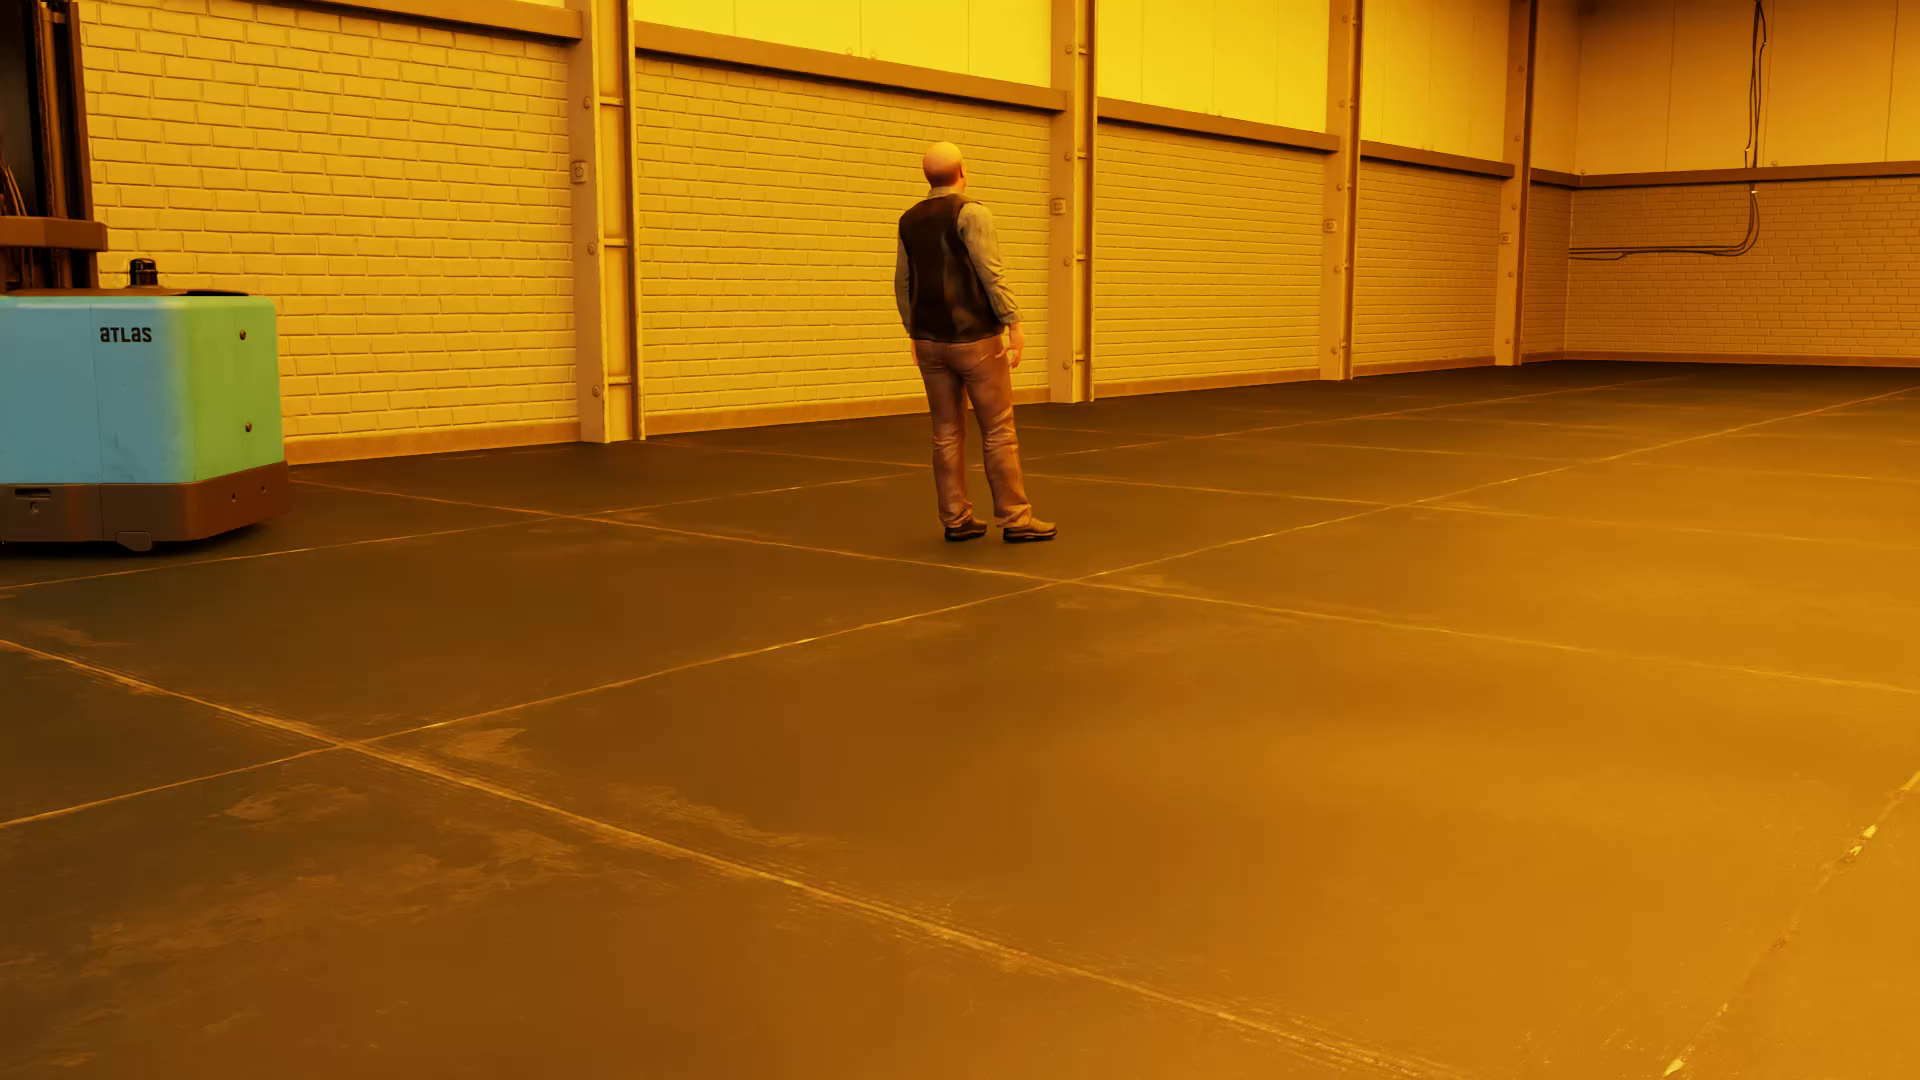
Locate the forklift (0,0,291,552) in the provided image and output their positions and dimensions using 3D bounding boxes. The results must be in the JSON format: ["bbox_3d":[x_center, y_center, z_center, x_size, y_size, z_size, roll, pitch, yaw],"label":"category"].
[{"bbox_3d":[-4.664,-1.451,7.196,3.031,2.935,1.130,0,8,1],"label":"forklift"}]

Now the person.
[{"bbox_3d":[0.045,-0.865,7.323,0.633,1.722,0.566,7,11,38],"label":"person"}]
